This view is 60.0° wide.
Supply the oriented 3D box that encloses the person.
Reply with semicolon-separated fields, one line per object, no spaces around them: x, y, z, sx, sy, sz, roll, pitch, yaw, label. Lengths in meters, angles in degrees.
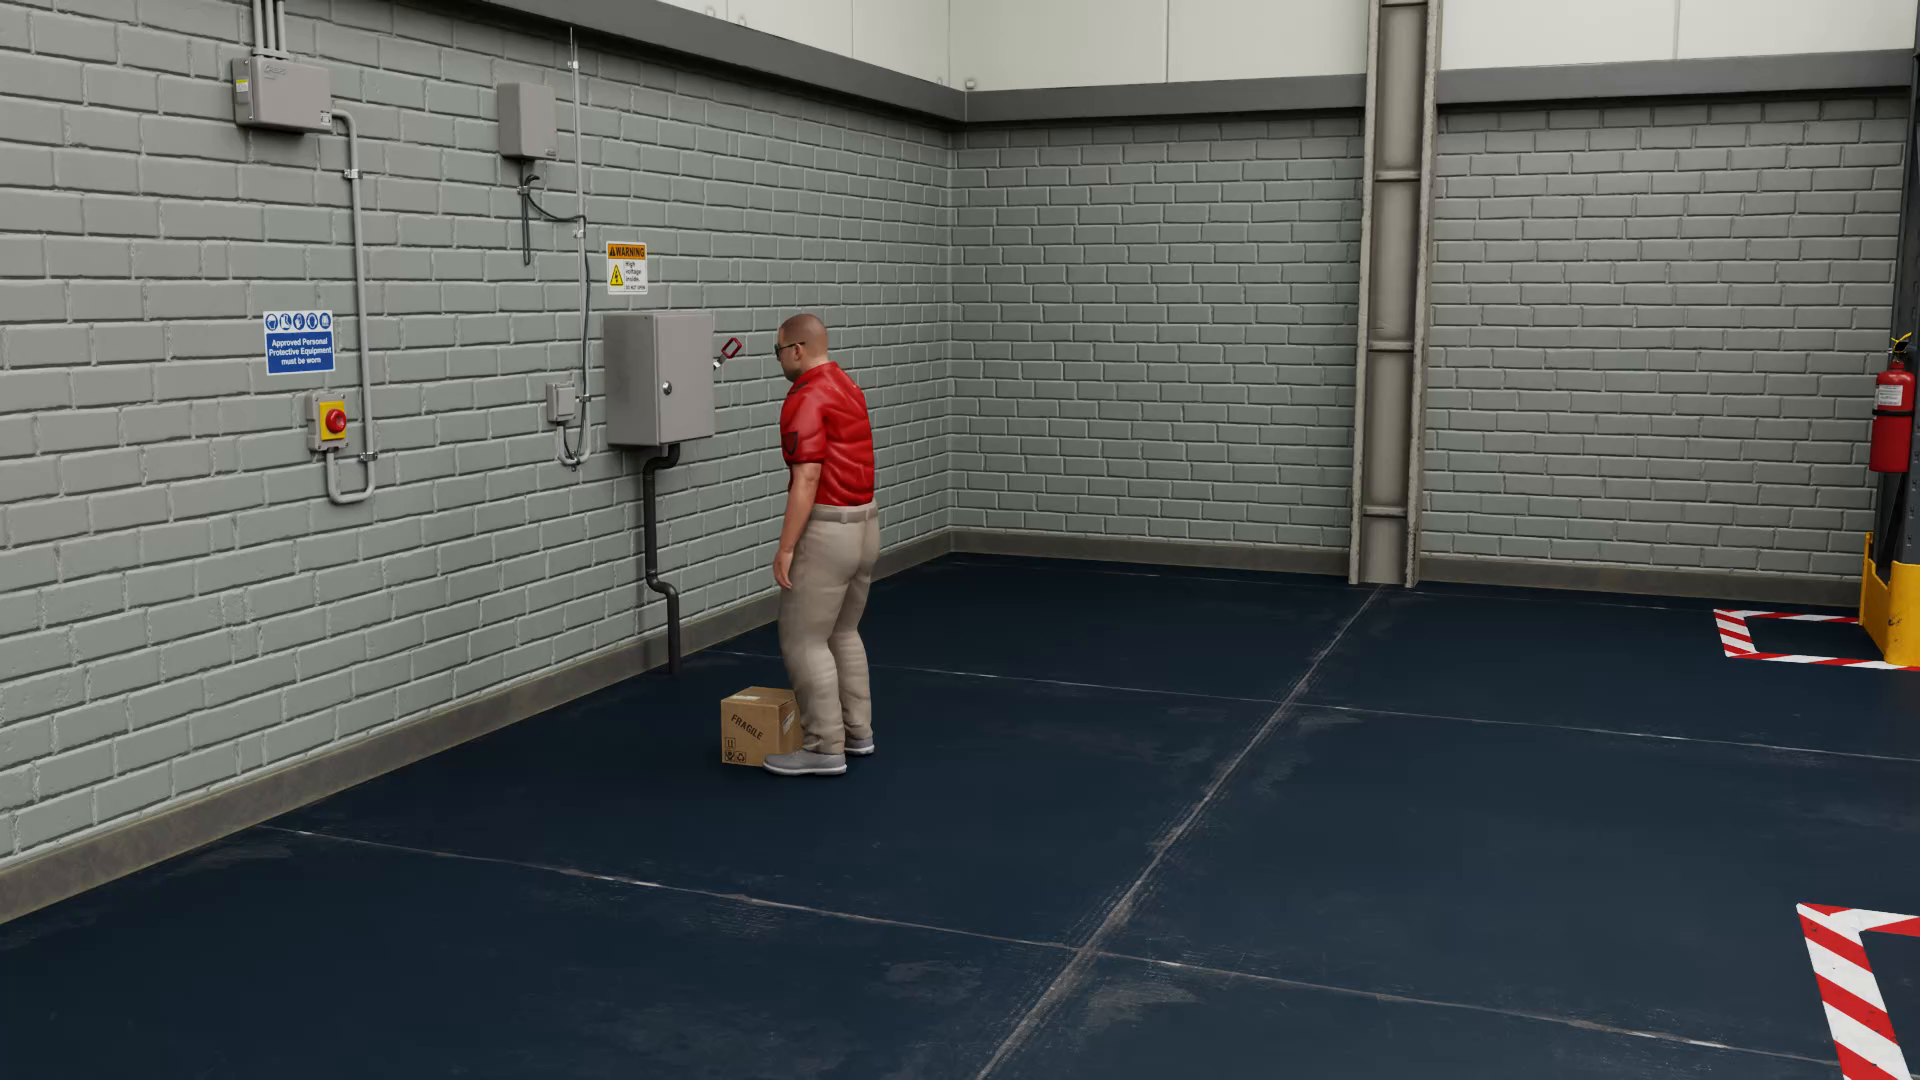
-0.523;0.012;6.315;0.394;1.727;0.583;3;9;21;person
